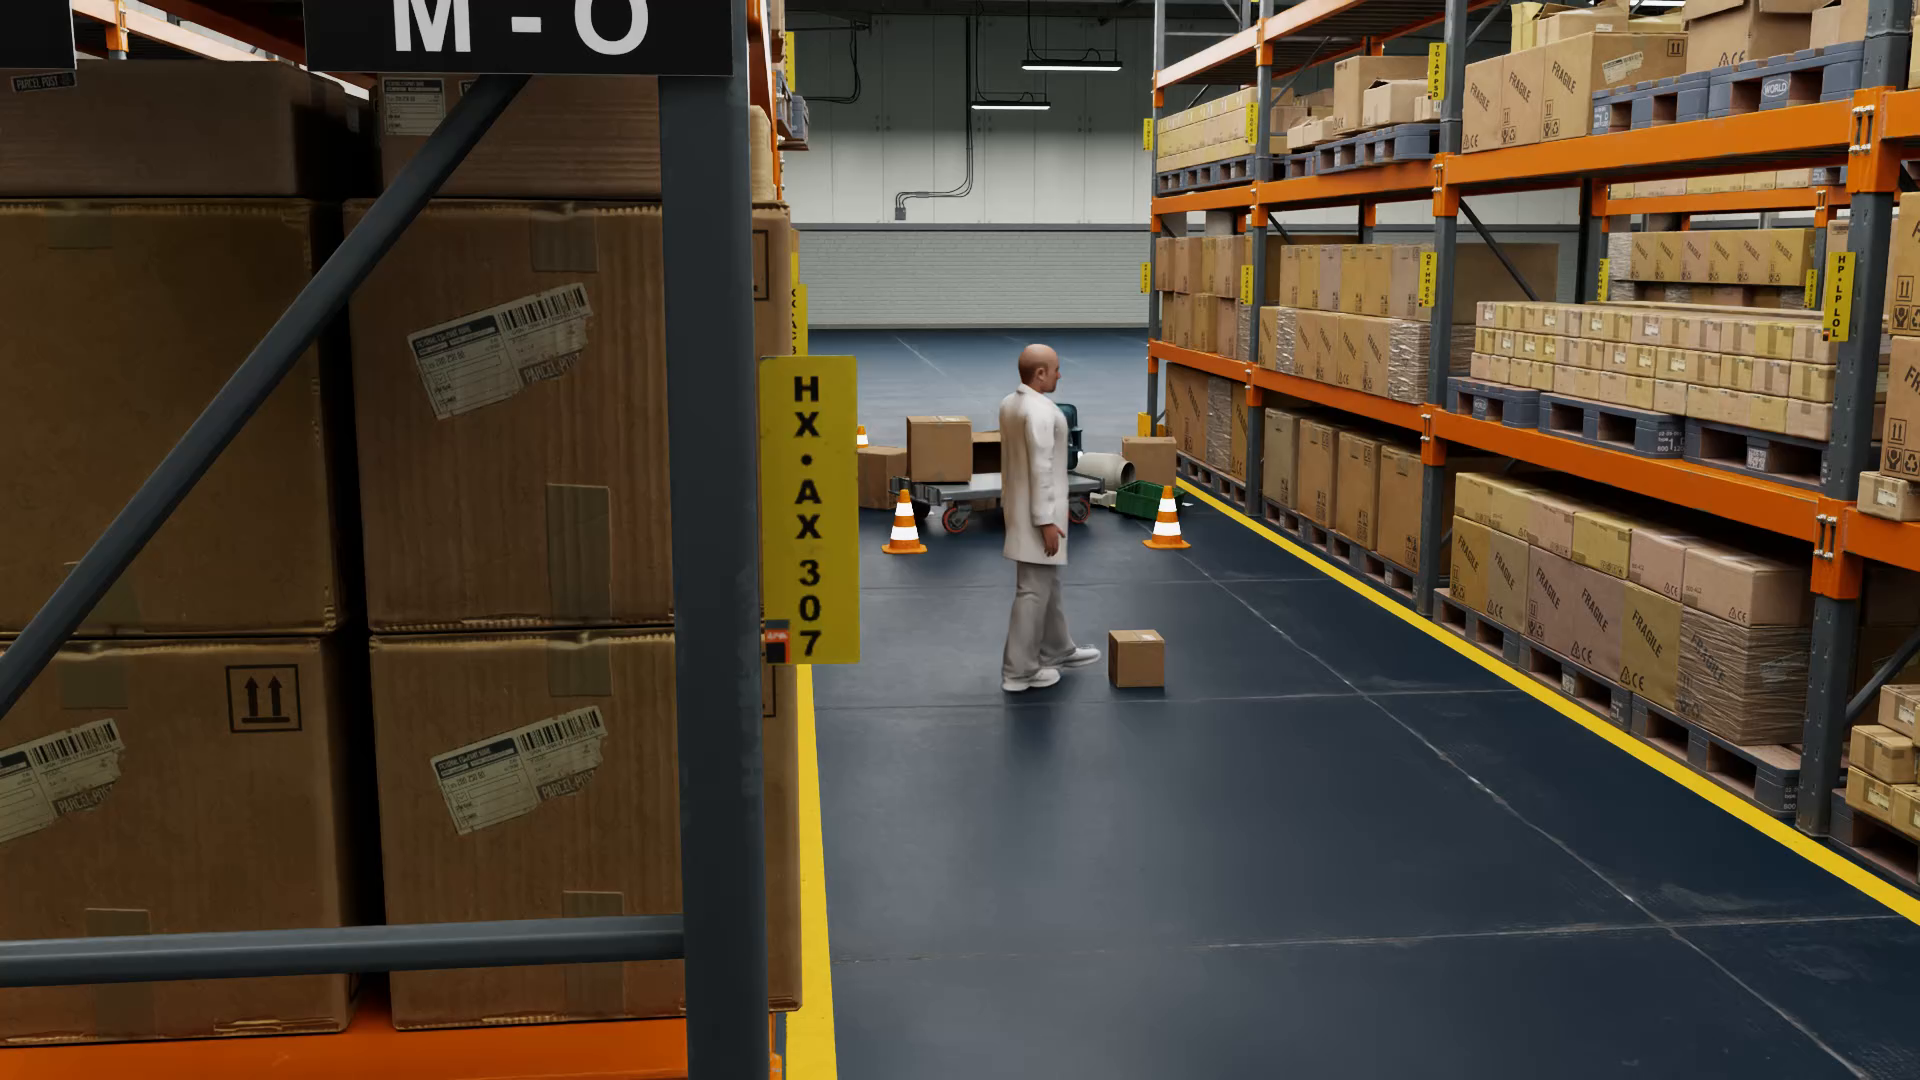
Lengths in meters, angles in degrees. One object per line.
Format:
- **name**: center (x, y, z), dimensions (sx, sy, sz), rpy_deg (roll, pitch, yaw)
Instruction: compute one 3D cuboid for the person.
- **person**: center (0.495, -0.130, 8.656), dimensions (0.674, 1.777, 0.614), rpy_deg (-3, 10, -18)
